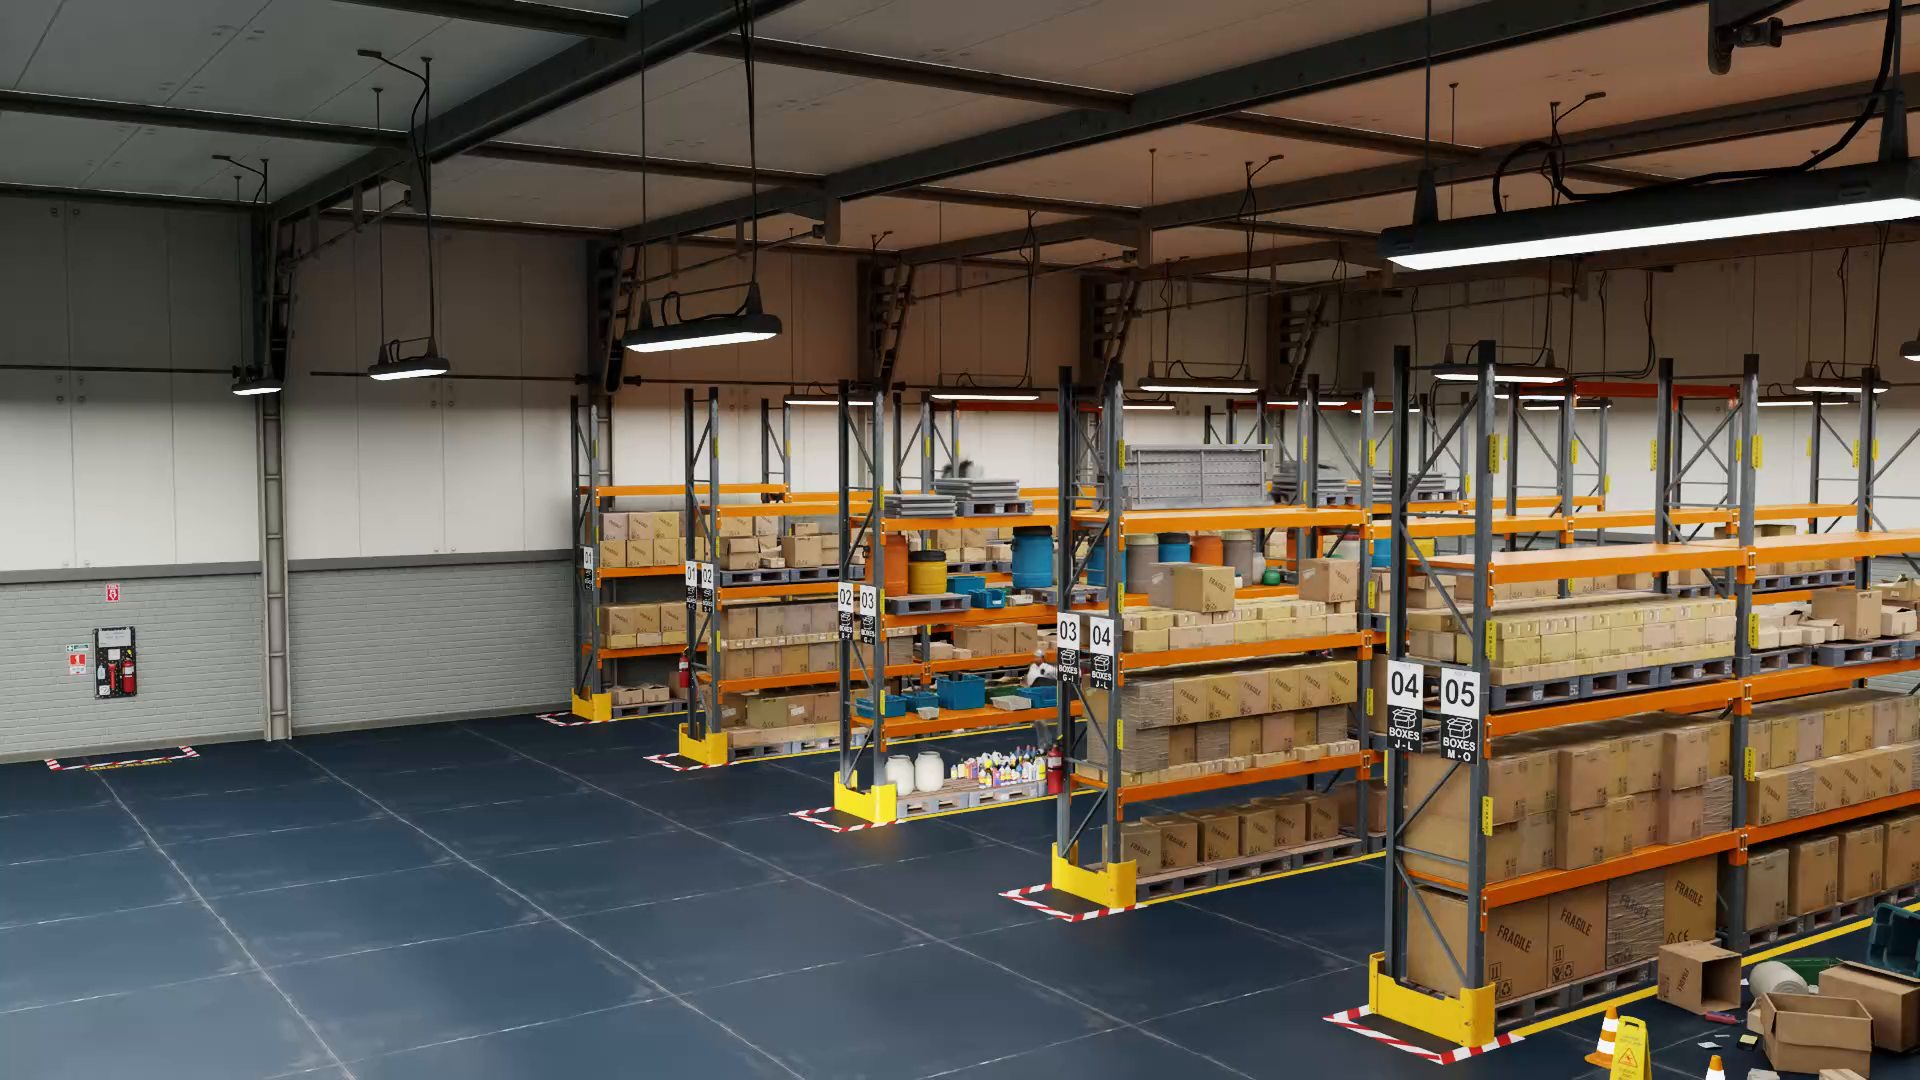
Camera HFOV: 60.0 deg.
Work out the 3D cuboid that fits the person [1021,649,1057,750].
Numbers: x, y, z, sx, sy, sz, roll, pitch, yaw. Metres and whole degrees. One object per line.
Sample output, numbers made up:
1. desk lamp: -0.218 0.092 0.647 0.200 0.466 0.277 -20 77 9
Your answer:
1. person: 1.319 2.676 27.774 0.671 1.695 0.587 -3 5 -43
